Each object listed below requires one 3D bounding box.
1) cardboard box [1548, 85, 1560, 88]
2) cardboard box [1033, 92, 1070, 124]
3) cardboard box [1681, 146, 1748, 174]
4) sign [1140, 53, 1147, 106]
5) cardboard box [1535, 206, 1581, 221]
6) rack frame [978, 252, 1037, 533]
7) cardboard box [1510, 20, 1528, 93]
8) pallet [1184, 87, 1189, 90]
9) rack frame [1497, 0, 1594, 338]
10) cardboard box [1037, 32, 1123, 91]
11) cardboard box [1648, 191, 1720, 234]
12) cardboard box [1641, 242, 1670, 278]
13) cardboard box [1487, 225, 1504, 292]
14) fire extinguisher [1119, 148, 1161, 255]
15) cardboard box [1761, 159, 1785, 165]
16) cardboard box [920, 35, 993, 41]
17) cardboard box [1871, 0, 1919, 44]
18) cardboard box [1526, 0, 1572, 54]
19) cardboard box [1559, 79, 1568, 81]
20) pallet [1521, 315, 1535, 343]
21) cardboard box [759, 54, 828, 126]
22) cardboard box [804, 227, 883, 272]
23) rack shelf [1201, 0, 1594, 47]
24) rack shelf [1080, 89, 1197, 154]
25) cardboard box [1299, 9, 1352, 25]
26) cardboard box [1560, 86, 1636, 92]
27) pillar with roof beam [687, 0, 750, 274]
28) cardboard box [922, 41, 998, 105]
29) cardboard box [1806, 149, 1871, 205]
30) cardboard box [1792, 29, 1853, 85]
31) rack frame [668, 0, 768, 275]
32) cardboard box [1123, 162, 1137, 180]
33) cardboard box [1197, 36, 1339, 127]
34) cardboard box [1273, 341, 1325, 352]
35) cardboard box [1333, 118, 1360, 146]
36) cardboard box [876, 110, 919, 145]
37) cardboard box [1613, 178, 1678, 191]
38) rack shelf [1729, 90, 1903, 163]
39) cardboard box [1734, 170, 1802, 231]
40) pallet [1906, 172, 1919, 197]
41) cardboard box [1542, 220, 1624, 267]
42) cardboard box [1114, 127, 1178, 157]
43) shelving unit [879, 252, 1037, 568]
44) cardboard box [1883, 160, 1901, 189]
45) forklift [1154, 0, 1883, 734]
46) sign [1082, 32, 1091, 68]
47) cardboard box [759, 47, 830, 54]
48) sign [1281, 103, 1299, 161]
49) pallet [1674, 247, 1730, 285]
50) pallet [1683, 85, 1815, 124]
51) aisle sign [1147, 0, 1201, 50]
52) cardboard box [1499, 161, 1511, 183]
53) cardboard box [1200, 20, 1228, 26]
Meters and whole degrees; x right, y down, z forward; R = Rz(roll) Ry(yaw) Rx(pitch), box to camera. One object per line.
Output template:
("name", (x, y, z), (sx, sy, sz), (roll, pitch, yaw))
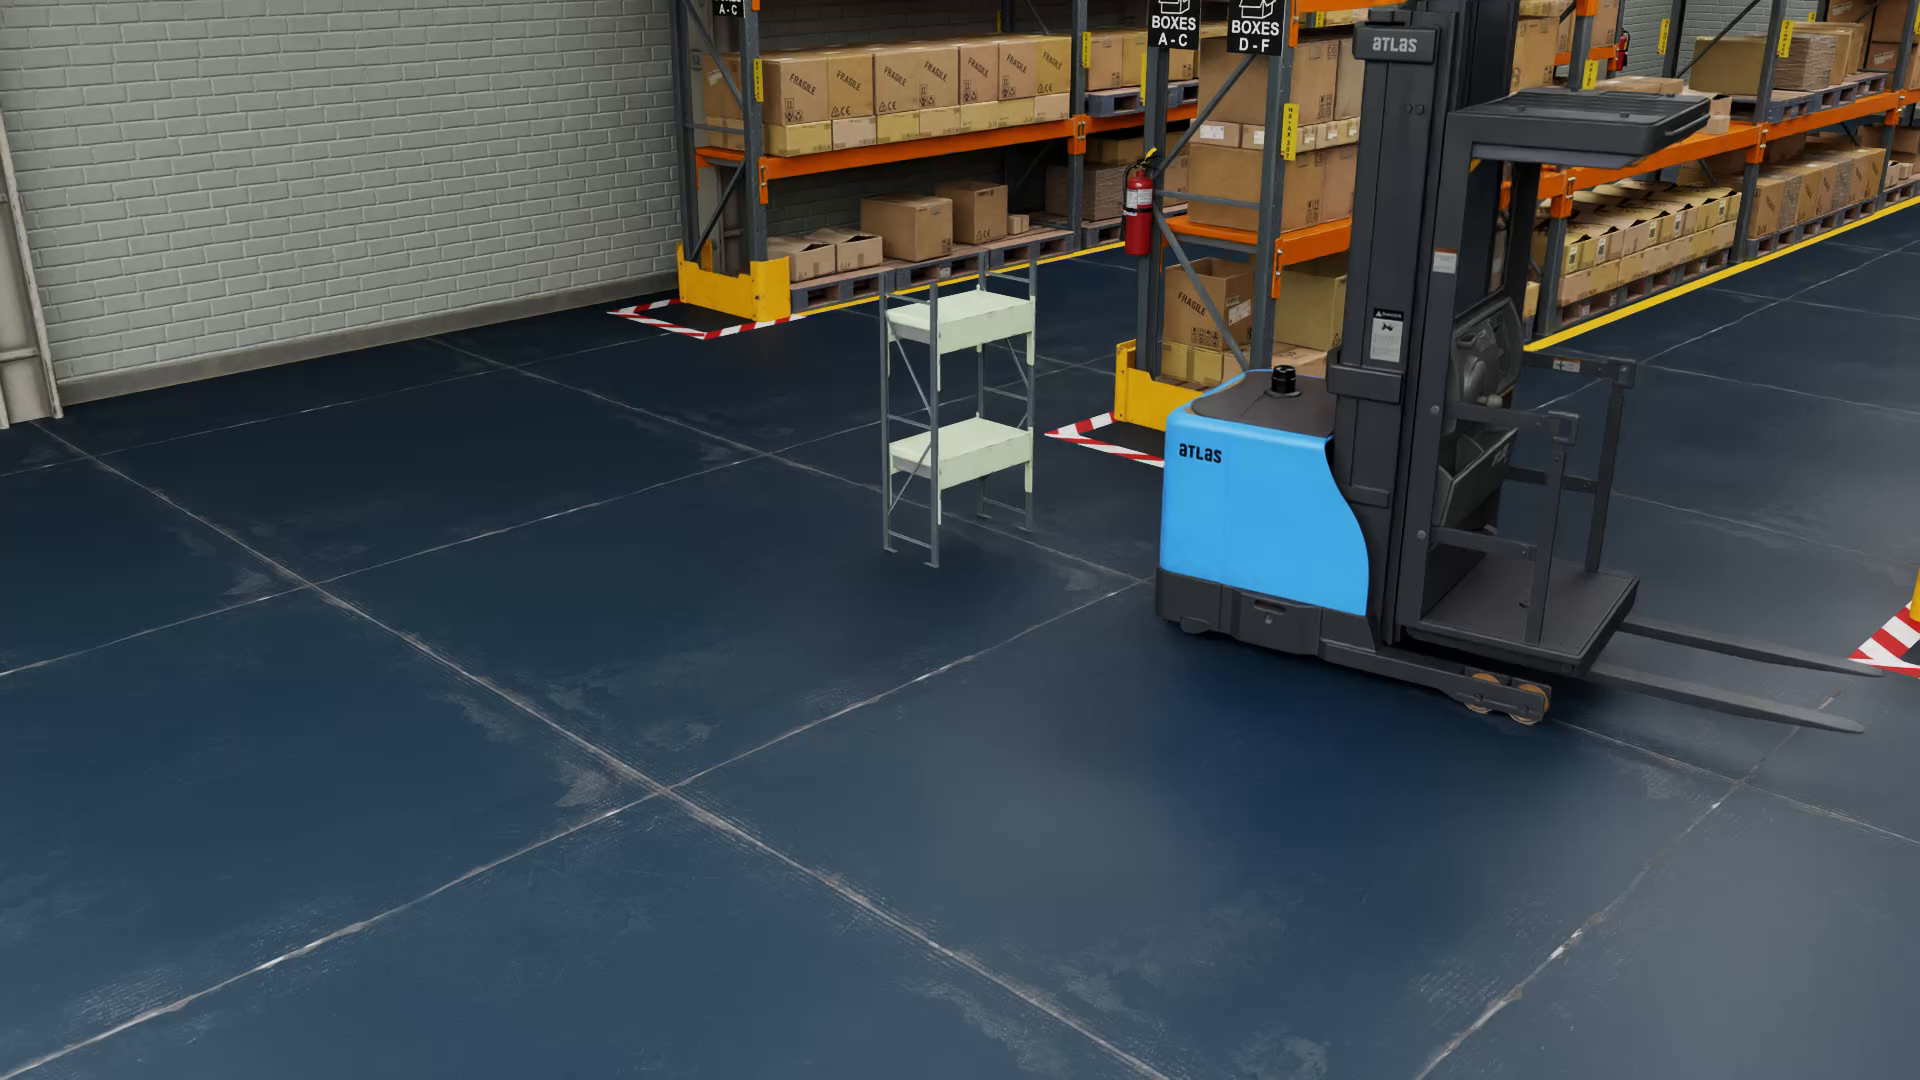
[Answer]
("cardboard box", (4.321, -3.380, 12.645), (0.380, 0.149, 0.250), (19, 28, 41))
("cardboard box", (0.693, -4.135, 15.833), (0.500, 0.250, 0.500), (19, 28, 41))
("cardboard box", (7.669, -3.886, 16.829), (0.500, 0.250, 0.500), (-19, 28, -40))
("sign", (1.188, -2.917, 10.538), (0.100, 0.325, 0.005), (19, 28, 41))
("cardboard box", (5.143, -2.768, 14.560), (0.500, 0.311, 0.500), (19, 28, 40))
("rack frame", (0.251, -0.792, 9.046), (0.400, 1.500, 0.023), (19, 28, 41))
("cardboard box", (3.701, -3.561, 12.210), (0.700, 0.500, 0.500), (19, 28, 41))
("pallet", (3.175, -5.122, 18.487), (1.213, 0.211, 1.003), (19, 28, 41))
("rack frame", (4.358, -3.154, 13.100), (1.000, 3.000, 0.127), (19, 28, 41))
("cardboard box", (1.185, -4.768, 16.545), (0.700, 0.500, 0.500), (19, 28, 41))
("cardboard box", (6.601, -3.025, 15.230), (0.500, 0.311, 0.500), (19, 28, 40))
("cardboard box", (5.889, -2.504, 14.656), (0.500, 0.250, 0.500), (-20, 28, -41))
("cardboard box", (3.834, -2.117, 12.605), (0.500, 0.500, 0.500), (19, 28, 41))
("fire extinguisher", (1.152, -2.176, 10.663), (0.296, 0.674, 0.183), (19, 28, 41))
("cardboard box", (8.355, -3.790, 17.624), (0.500, 0.500, 0.500), (18, 27, 39))
("cardboard box", (-0.035, -4.482, 15.691), (0.500, 0.500, 0.500), (19, 28, 40))
("cardboard box", (10.469, -5.775, 18.385), (0.500, 0.500, 0.500), (-19, 28, -41))
("cardboard box", (7.790, -7.101, 22.950), (0.980, 0.700, 0.700), (18, 27, 38))
("cardboard box", (8.801, -6.526, 23.868), (0.380, 0.149, 0.250), (19, 28, 40))
("pallet", (3.773, -1.659, 13.096), (1.003, 0.211, 1.213), (19, 28, 41))
("cardboard box", (-1.436, -3.702, 13.661), (0.500, 0.500, 0.500), (19, 28, 41))
("cardboard box", (-1.040, -2.617, 14.837), (0.500, 0.311, 0.500), (-17, 27, -38))
("rack shelf", (2.962, -3.705, 11.354), (1.077, 0.370, 4.000), (19, 28, 41))
("rack shelf", (2.201, -4.572, 17.790), (1.077, 0.370, 4.000), (19, 28, 41))
("cardboard box", (4.118, -6.026, 18.944), (0.500, 0.250, 0.500), (-19, 28, -41))
("cardboard box", (5.273, -3.530, 13.938), (0.500, 0.500, 0.500), (-18, 27, -38))
("pillar with roof beam", (0.968, -5.484, 10.800), (9.100, 9.000, 0.400), (19, 28, 41))
("cardboard box", (-0.005, -4.227, 15.028), (0.500, 0.500, 0.500), (18, 28, 39))
("cardboard box", (9.449, -3.926, 17.978), (0.500, 0.500, 0.500), (19, 28, 41))
("cardboard box", (8.750, -4.984, 17.136), (0.700, 0.500, 0.500), (12, 24, 27))
("rack frame", (-1.985, -3.365, 13.649), (1.000, 3.000, 0.127), (19, 28, 41))
("cardboard box", (1.632, -3.771, 17.575), (0.700, 0.500, 0.500), (19, 28, 40))
("cardboard box", (1.939, -2.909, 10.514), (0.700, 0.500, 0.500), (19, 28, 41))
("cardboard box", (2.447, -1.250, 11.394), (0.500, 0.250, 0.500), (19, 28, 41))
("cardboard box", (2.353, -2.655, 10.757), (0.380, 0.149, 0.250), (19, 28, 41))
("cardboard box", (-0.705, -3.617, 14.485), (0.500, 0.250, 0.500), (19, 28, 40))
("cardboard box", (6.572, -3.296, 15.934), (0.500, 0.311, 0.500), (-19, 28, -40))
("rack shelf", (8.543, -4.361, 17.242), (1.077, 0.370, 4.000), (19, 28, 41))
("cardboard box", (8.032, -3.403, 16.617), (0.500, 0.500, 0.500), (18, 27, 39))
("pallet", (11.269, -4.400, 20.230), (1.003, 0.211, 1.213), (19, 28, 41))
("cardboard box", (5.177, -2.500, 13.863), (0.500, 0.311, 0.500), (19, 28, 40))
("cardboard box", (1.972, -4.224, 17.709), (0.500, 0.250, 0.500), (18, 28, 39))
("shelving unit", (-0.005, -0.698, 8.801), (0.431, 1.500, 0.755), (19, 28, 41))
("cardboard box", (10.386, -4.215, 18.994), (0.500, 0.311, 0.500), (19, 28, 41))
("forklift", (2.444, -0.805, 7.083), (3.031, 2.935, 1.130), (13, 25, 31))
("sign", (1.200, -4.663, 15.820), (0.100, 0.325, 0.005), (19, 28, 41))
("cardboard box", (-1.450, -3.956, 14.321), (0.500, 0.500, 0.500), (-20, 29, -41))
("sign", (1.961, -2.427, 9.890), (0.100, 0.325, 0.005), (19, 28, 41))
("pallet", (6.546, -2.679, 15.751), (1.003, 0.211, 1.213), (19, 28, 41))
("pallet", (7.571, -4.285, 16.309), (1.213, 0.211, 1.003), (19, 28, 41))
("aisle sign", (1.311, -3.396, 10.106), (0.394, 0.787, 0.004), (19, 28, 41))
("cardboard box", (3.689, -2.948, 12.425), (0.700, 0.500, 0.500), (19, 28, 40))
("cardboard box", (2.905, -5.400, 18.190), (0.700, 0.500, 0.500), (16, 26, 36))
